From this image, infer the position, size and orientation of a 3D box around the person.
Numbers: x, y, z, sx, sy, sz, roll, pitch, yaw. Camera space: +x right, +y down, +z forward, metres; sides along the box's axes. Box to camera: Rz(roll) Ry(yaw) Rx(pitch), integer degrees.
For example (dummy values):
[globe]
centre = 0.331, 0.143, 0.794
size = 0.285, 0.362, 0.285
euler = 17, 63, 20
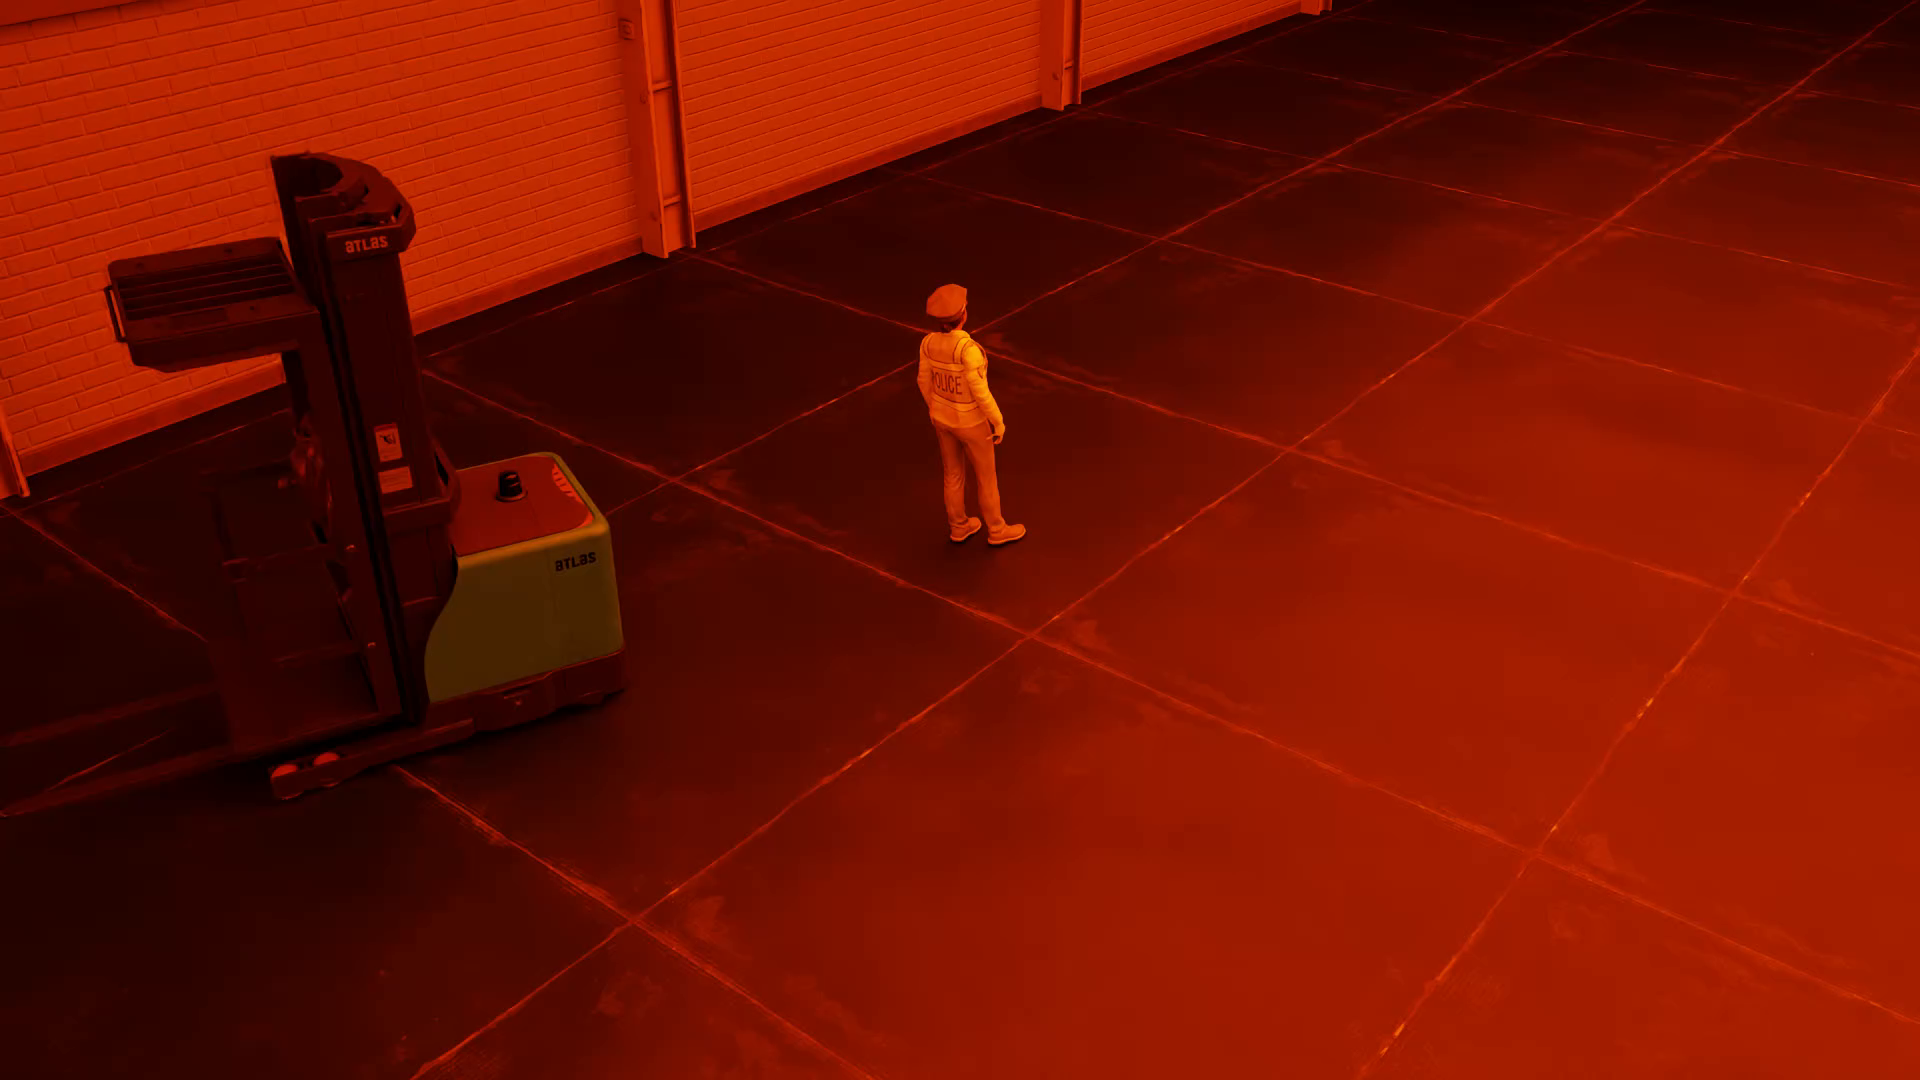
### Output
[person]
centre = 0.049, -0.762, 10.111
size = 0.586, 1.694, 0.530
euler = 22, 37, 33

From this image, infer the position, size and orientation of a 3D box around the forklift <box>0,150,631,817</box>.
[forklift]
centre = -3.335, -0.282, 8.078
size = 3.031, 2.935, 1.130
euler = -15, 34, -24
